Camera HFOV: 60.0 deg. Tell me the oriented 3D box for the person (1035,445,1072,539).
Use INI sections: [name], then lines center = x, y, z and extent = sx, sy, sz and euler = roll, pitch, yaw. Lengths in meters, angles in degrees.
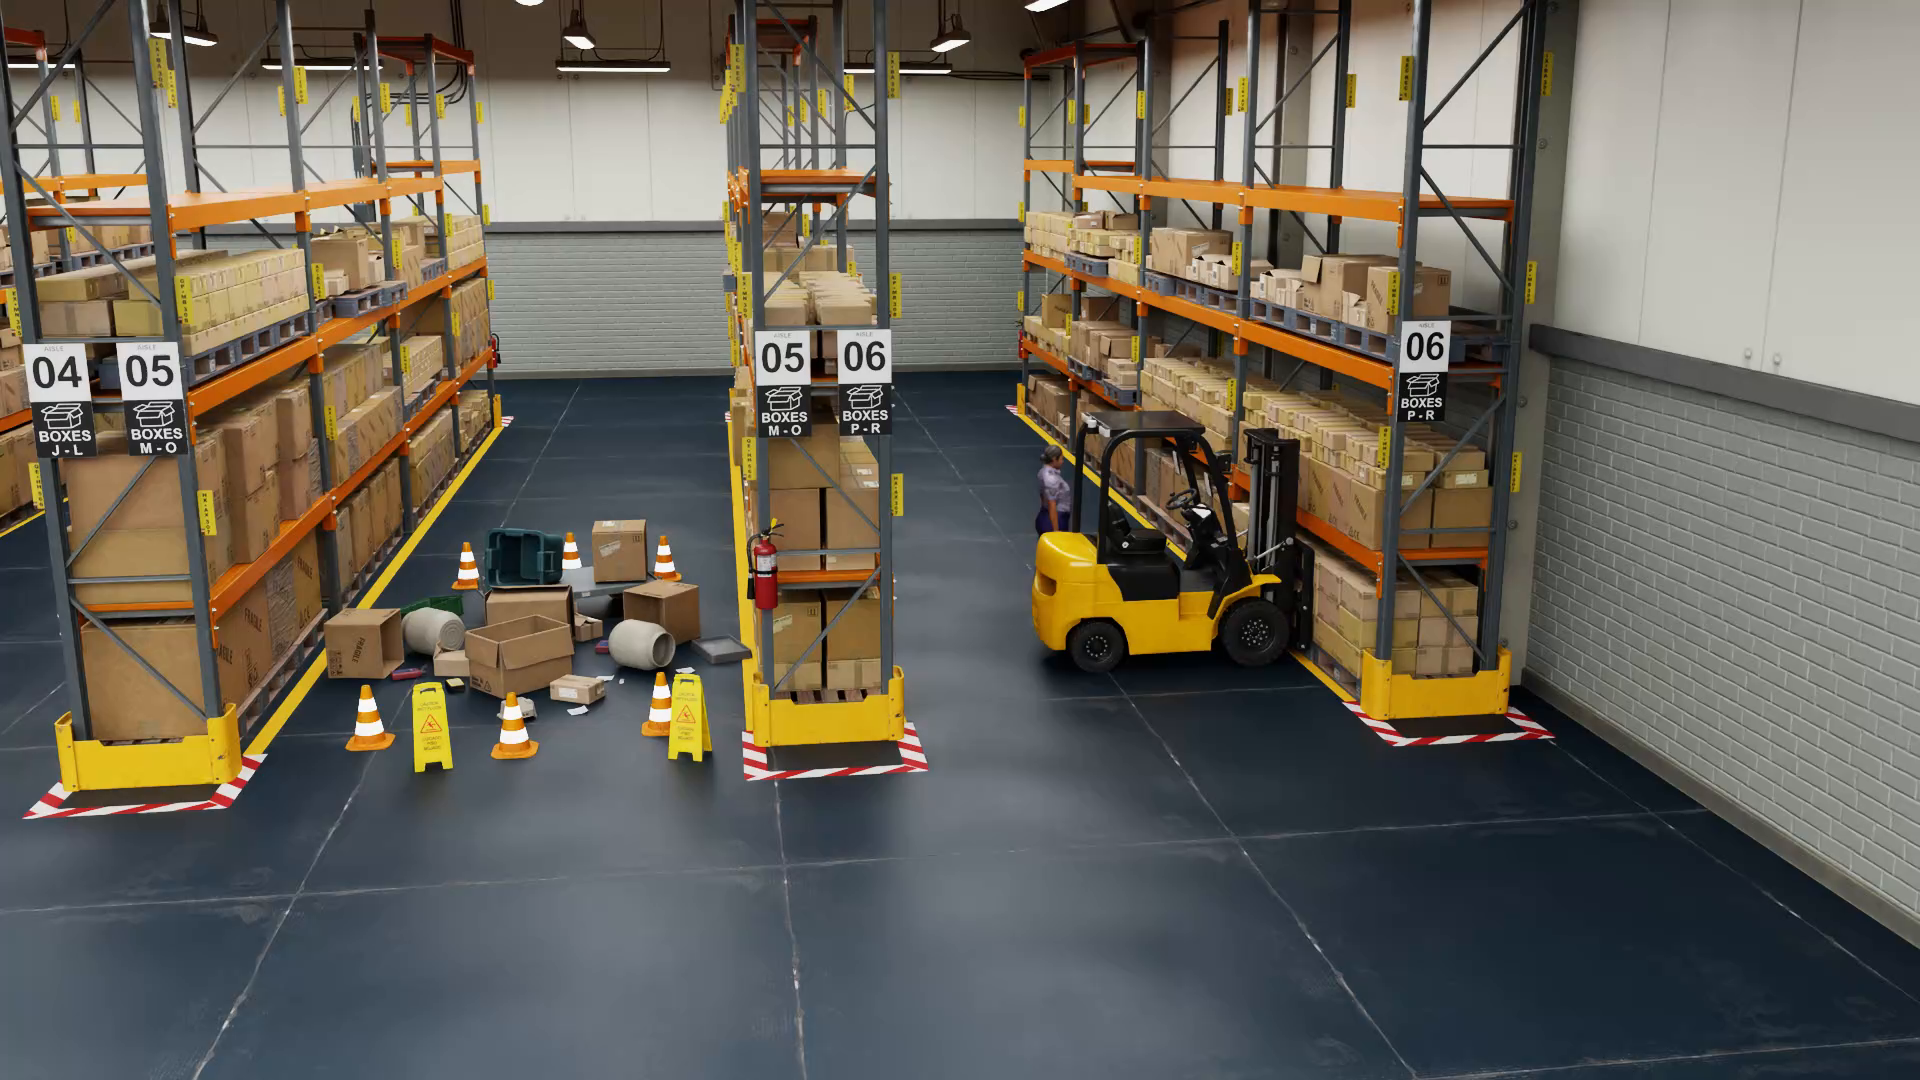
[person]
center = 0.956, -0.123, 16.520
extent = 0.400, 1.672, 0.484
euler = -2, 13, -8
